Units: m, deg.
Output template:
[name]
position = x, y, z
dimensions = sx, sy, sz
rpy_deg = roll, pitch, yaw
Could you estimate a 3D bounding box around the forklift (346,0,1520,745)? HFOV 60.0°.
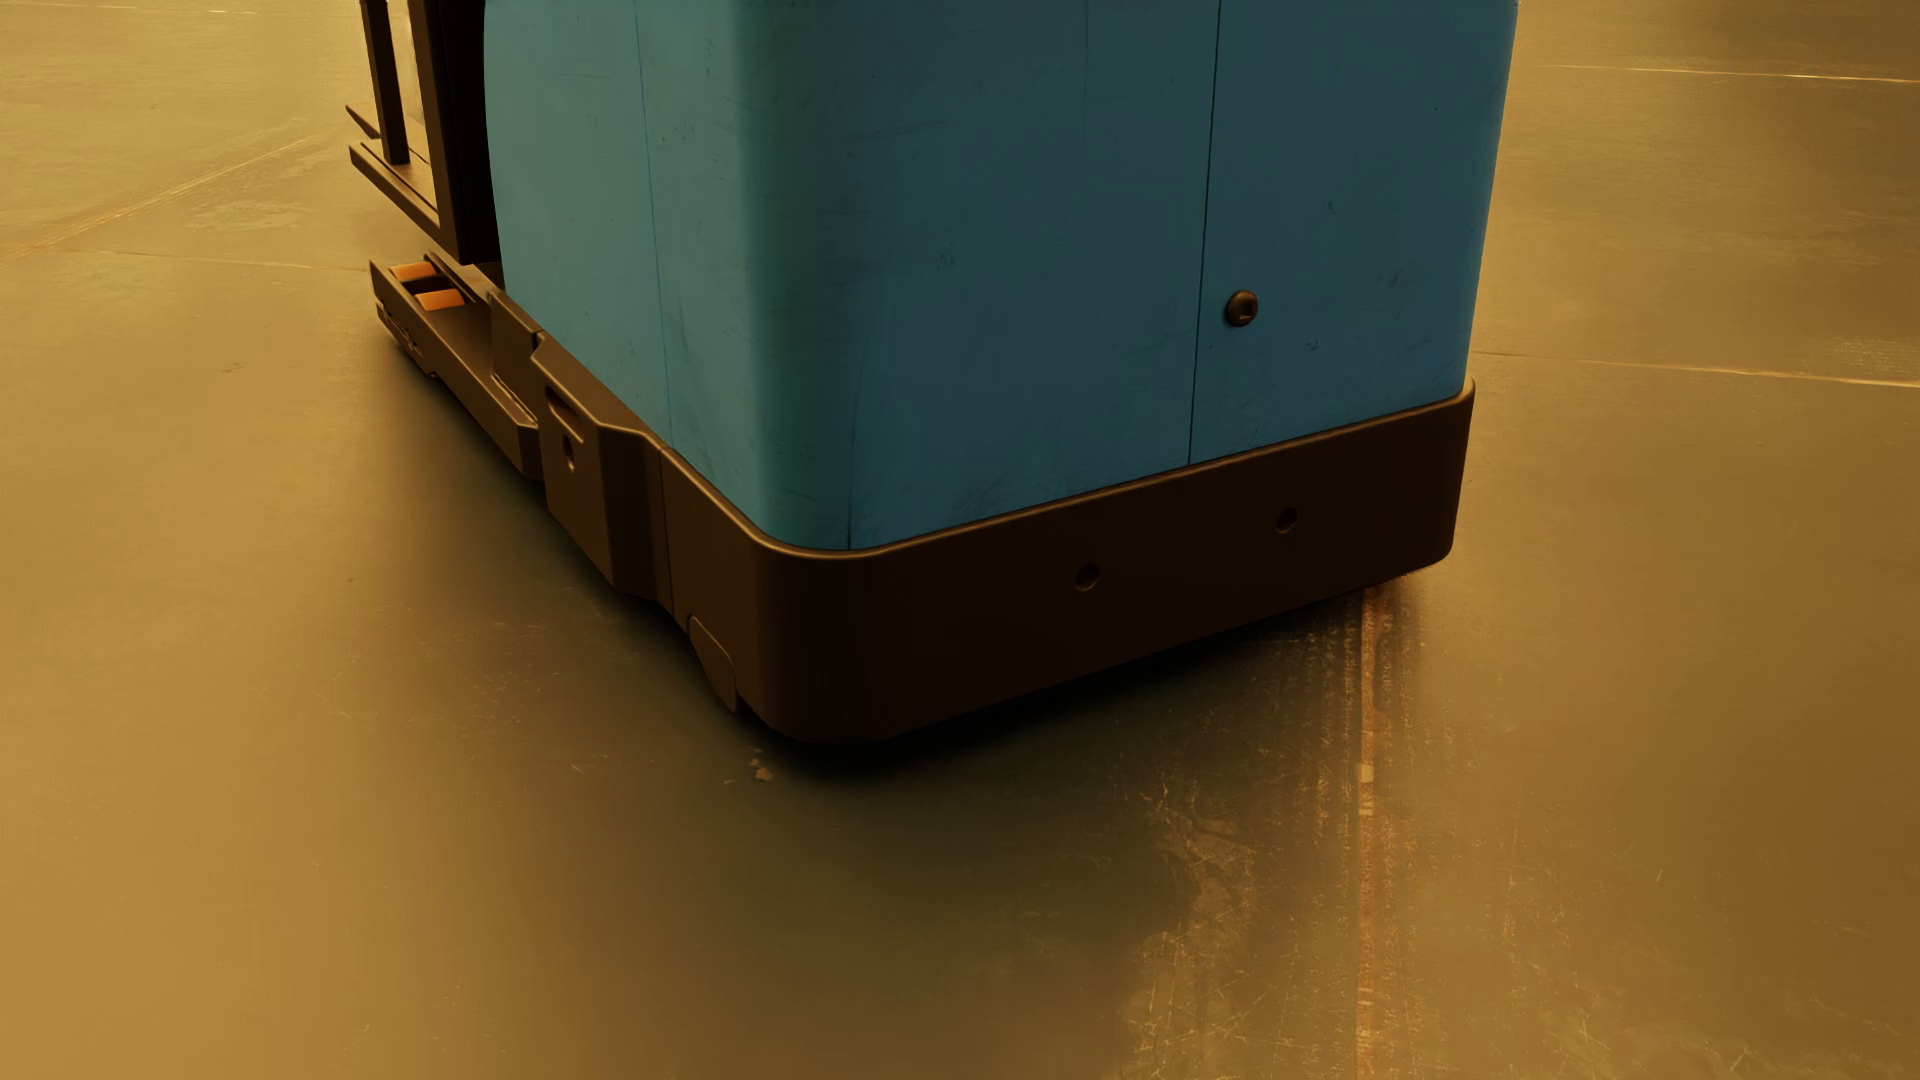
[forklift]
position = -0.487, -1.702, 2.619
dimensions = 1.130, 2.935, 3.031
rpy_deg = -15, 30, -27
